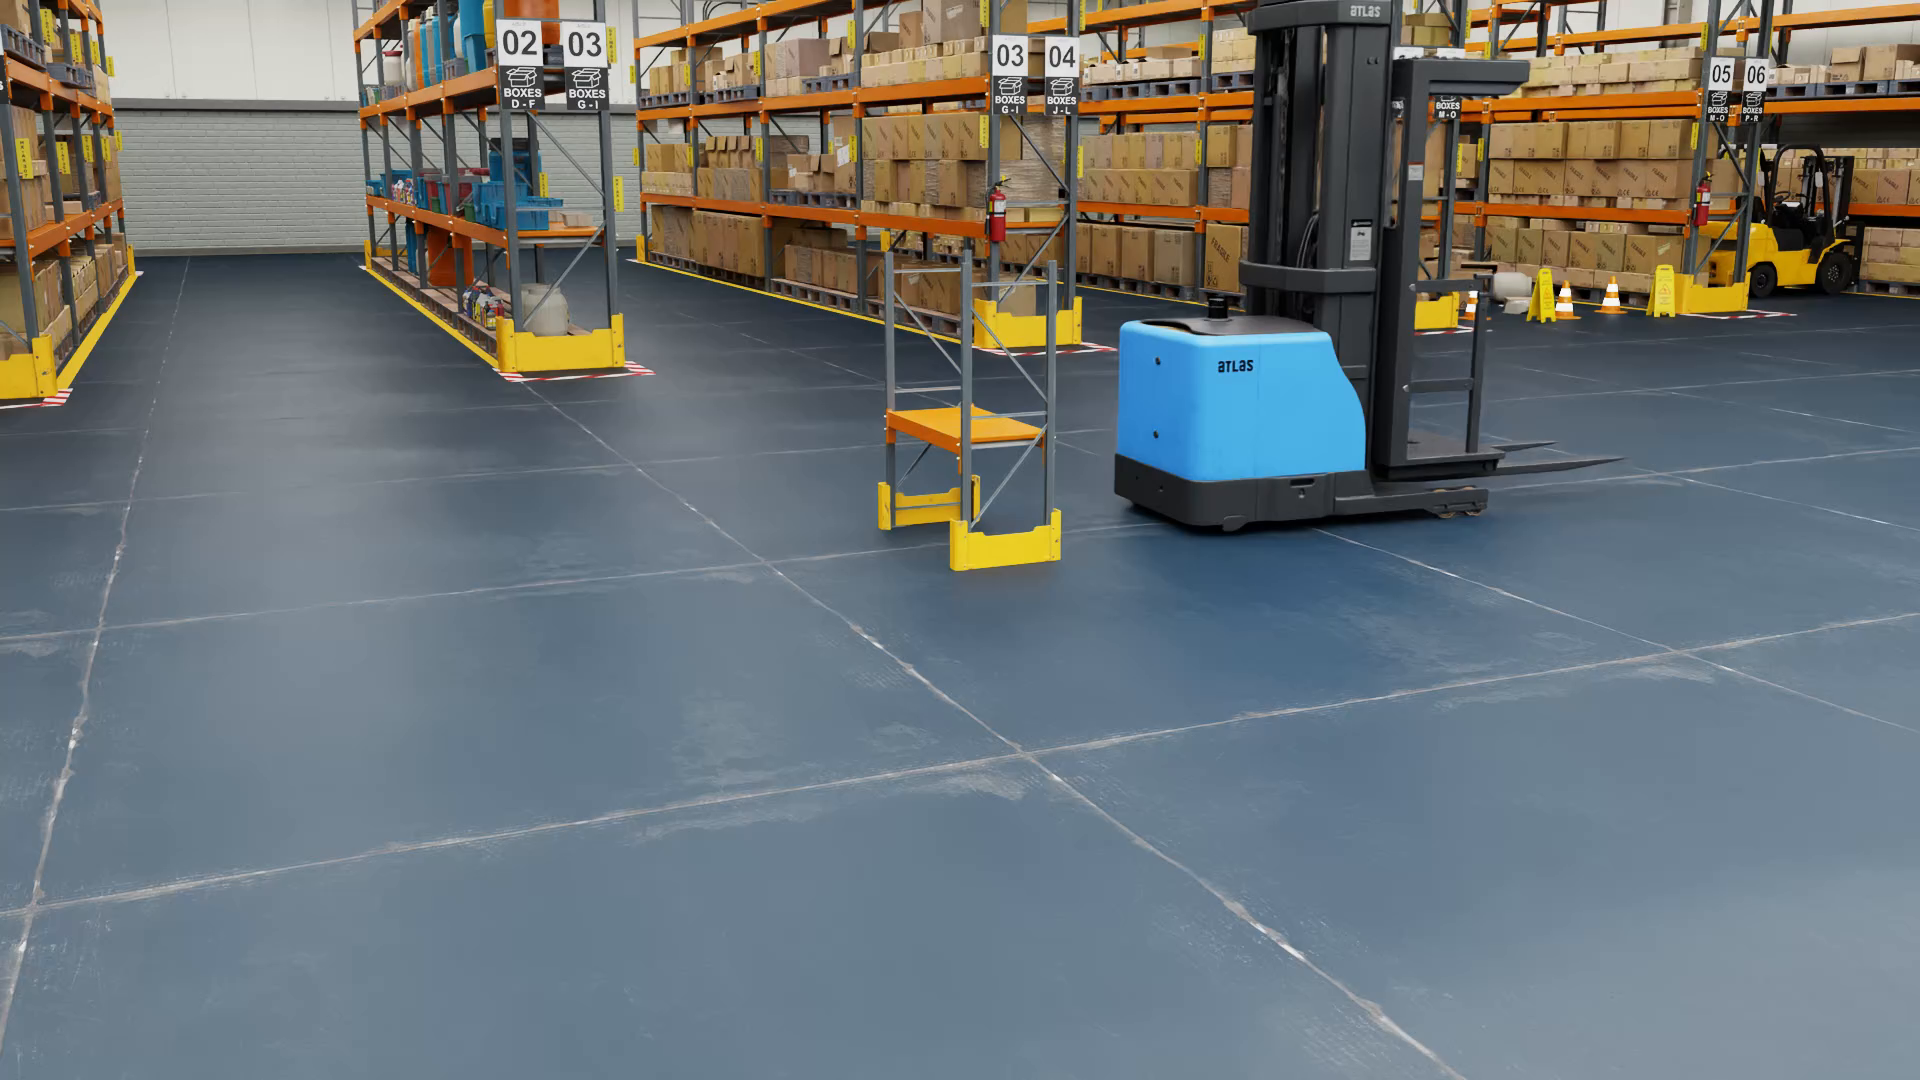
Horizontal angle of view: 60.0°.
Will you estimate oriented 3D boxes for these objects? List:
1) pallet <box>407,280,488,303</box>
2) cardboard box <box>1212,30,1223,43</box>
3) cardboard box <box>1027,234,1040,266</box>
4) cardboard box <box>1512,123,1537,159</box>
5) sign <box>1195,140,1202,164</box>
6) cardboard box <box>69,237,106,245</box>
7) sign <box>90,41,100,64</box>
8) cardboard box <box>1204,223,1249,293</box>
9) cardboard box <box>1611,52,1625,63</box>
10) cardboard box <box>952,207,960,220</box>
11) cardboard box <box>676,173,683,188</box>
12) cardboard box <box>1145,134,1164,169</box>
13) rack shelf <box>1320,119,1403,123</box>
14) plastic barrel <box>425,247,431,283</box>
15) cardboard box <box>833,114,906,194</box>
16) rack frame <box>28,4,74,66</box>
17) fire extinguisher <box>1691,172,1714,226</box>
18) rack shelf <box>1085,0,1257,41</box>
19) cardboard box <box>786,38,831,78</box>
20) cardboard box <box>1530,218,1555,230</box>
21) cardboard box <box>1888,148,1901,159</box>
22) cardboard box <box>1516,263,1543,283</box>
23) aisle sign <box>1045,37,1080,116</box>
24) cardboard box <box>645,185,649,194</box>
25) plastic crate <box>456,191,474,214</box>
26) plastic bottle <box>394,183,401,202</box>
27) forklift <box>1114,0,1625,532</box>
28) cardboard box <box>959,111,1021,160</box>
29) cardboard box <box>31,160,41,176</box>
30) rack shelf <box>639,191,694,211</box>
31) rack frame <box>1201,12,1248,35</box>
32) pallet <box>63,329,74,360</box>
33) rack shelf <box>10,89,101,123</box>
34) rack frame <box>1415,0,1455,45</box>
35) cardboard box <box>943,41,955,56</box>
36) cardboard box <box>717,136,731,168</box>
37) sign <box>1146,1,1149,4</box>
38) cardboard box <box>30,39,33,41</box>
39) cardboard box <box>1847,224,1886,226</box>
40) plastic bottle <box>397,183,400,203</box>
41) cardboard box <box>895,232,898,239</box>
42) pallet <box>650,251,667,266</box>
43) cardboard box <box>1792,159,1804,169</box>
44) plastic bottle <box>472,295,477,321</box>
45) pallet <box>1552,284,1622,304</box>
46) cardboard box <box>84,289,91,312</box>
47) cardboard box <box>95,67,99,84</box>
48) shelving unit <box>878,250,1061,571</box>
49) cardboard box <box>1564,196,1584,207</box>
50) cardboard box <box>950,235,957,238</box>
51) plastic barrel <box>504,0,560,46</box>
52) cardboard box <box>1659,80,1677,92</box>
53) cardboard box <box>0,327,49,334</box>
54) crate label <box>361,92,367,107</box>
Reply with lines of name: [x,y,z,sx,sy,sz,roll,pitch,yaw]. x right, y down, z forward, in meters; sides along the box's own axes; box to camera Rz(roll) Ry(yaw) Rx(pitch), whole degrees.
pallet: [-7.329,-3.570,23.827,1.003,0.211,1.213,-6,14,-23]
cardboard box: [3.585,-6.692,22.117,0.380,0.149,0.250,-5,14,-22]
cardboard box: [1.441,-4.851,27.788,0.500,0.500,0.500,-5,14,-21]
cardboard box: [8.408,-5.748,23.955,0.700,0.500,0.500,-6,14,-23]
sign: [3.257,-5.292,22.690,0.100,0.325,0.005,-6,14,-23]
cardboard box: [-13.875,-4.535,26.373,0.797,0.503,0.637,-6,14,-23]
sign: [-12.610,-7.105,24.245,0.100,0.325,0.005,-6,14,-23]
cardboard box: [3.938,-3.851,22.636,0.875,0.875,0.875,-5,14,-22]
cardboard box: [9.028,-6.502,22.448,0.380,0.149,0.250,-6,14,-25]
cardboard box: [0.132,-3.634,18.474,0.380,0.149,0.250,-6,14,-23]
cardboard box: [-4.666,-6.289,29.064,0.500,0.250,0.500,-5,14,-21]
cardboard box: [3.136,-5.666,24.259,0.700,0.500,0.500,-6,14,-23]
rack shelf: [8.786,-8.911,35.665,1.077,0.370,4.000,-6,14,-23]
plastic barrel: [-7.495,-3.970,23.957,0.421,0.512,0.421,0,13,0]
cardboard box: [-1.025,-5.064,21.836,1.000,1.000,1.000,-6,14,-23]
rack frame: [-11.515,-7.246,20.219,1.000,3.000,0.127,-6,14,-23]
fire extinguisher: [9.471,-4.356,21.211,0.296,0.674,0.183,-6,14,-23]
rack shelf: [2.949,-7.608,24.268,1.077,0.370,4.000,-6,14,-23]
cardboard box: [-2.077,-6.642,22.932,0.500,0.500,0.500,-6,14,-25]
cardboard box: [8.437,-4.548,23.934,0.380,0.149,0.250,-5,14,-21]
cardboard box: [13.769,-5.631,24.226,0.380,0.149,0.250,-6,14,-23]
cardboard box: [8.459,-3.895,24.213,0.500,0.250,0.500,-5,14,-20]
aisle sign: [1.067,-4.845,17.385,0.394,0.787,0.004,-6,14,-23]
cardboard box: [-5.698,-6.591,31.253,0.380,0.149,0.250,-6,14,-24]
plastic crate: [-5.280,-3.793,18.744,0.767,0.338,0.504,-6,14,-23]
plastic bottle: [-8.595,-5.330,25.521,0.152,0.276,0.135,-6,14,-23]
forklift: [2.474,-1.656,9.524,3.031,2.935,1.130,-5,14,-20]
cardboard box: [0.321,-4.336,17.853,0.500,0.500,0.500,-6,14,-23]
cardboard box: [-9.297,-3.665,16.392,0.380,0.149,0.250,-6,14,-23]
rack shelf: [-4.840,-6.106,30.195,1.077,0.370,4.000,-6,14,-23]
rack frame: [5.041,-9.861,31.519,1.000,3.000,0.127,-6,14,-23]
pallet: [-9.633,-1.970,16.912,1.003,0.211,1.213,-6,14,-23]
rack shelf: [-12.316,-5.847,22.423,1.077,0.370,4.000,-6,14,-23]
rack frame: [9.588,-10.310,33.460,1.000,3.000,0.127,-6,14,-23]
cardboard box: [0.041,-5.336,18.070,0.380,0.149,0.250,-6,14,-23]
cardboard box: [-3.511,-6.307,27.020,0.797,0.503,0.637,-5,14,-22]
sign: [3.942,-11.227,35.175,0.100,0.325,0.005,-6,14,-23]
cardboard box: [-10.623,-5.490,18.686,0.500,0.250,0.500,-7,15,-28]
cardboard box: [13.782,-4.690,25.432,0.500,0.250,0.500,-6,14,-24]
plastic bottle: [-8.466,-5.241,25.122,0.061,0.283,0.133,-6,14,-23]
cardboard box: [-1.082,-6.126,33.417,0.380,0.149,0.250,-5,14,-21]
pallet: [-5.250,-5.353,31.530,1.003,0.211,1.213,-6,14,-23]
cardboard box: [13.048,-5.793,25.587,0.380,0.149,0.250,-6,14,-24]
plastic bottle: [-5.326,-2.553,18.296,0.061,0.283,0.133,-5,14,-20]
pallet: [9.040,-3.539,23.693,1.003,0.211,1.213,-6,14,-23]
cardboard box: [-10.464,-2.785,19.416,0.500,0.250,0.500,-5,14,-22]
cardboard box: [-13.287,-7.007,25.065,0.500,0.250,0.500,-6,14,-23]
shelving unit: [0.031,-0.715,8.633,0.587,1.500,1.083,-6,14,-23]
cardboard box: [8.708,-4.754,23.317,0.380,0.149,0.250,-6,14,-23]
cardboard box: [0.026,-5.675,30.809,0.380,0.149,0.250,-5,14,-22]
plastic barrel: [-4.082,-5.081,15.634,0.600,0.830,0.708,-6,14,-23]
cardboard box: [9.319,-5.895,21.593,0.380,0.149,0.250,-6,14,-23]
cardboard box: [-8.525,-1.769,15.027,0.500,0.250,0.500,-6,14,-23]
crate label: [-10.106,-7.591,28.695,0.408,0.251,0.502,-6,14,-23]
